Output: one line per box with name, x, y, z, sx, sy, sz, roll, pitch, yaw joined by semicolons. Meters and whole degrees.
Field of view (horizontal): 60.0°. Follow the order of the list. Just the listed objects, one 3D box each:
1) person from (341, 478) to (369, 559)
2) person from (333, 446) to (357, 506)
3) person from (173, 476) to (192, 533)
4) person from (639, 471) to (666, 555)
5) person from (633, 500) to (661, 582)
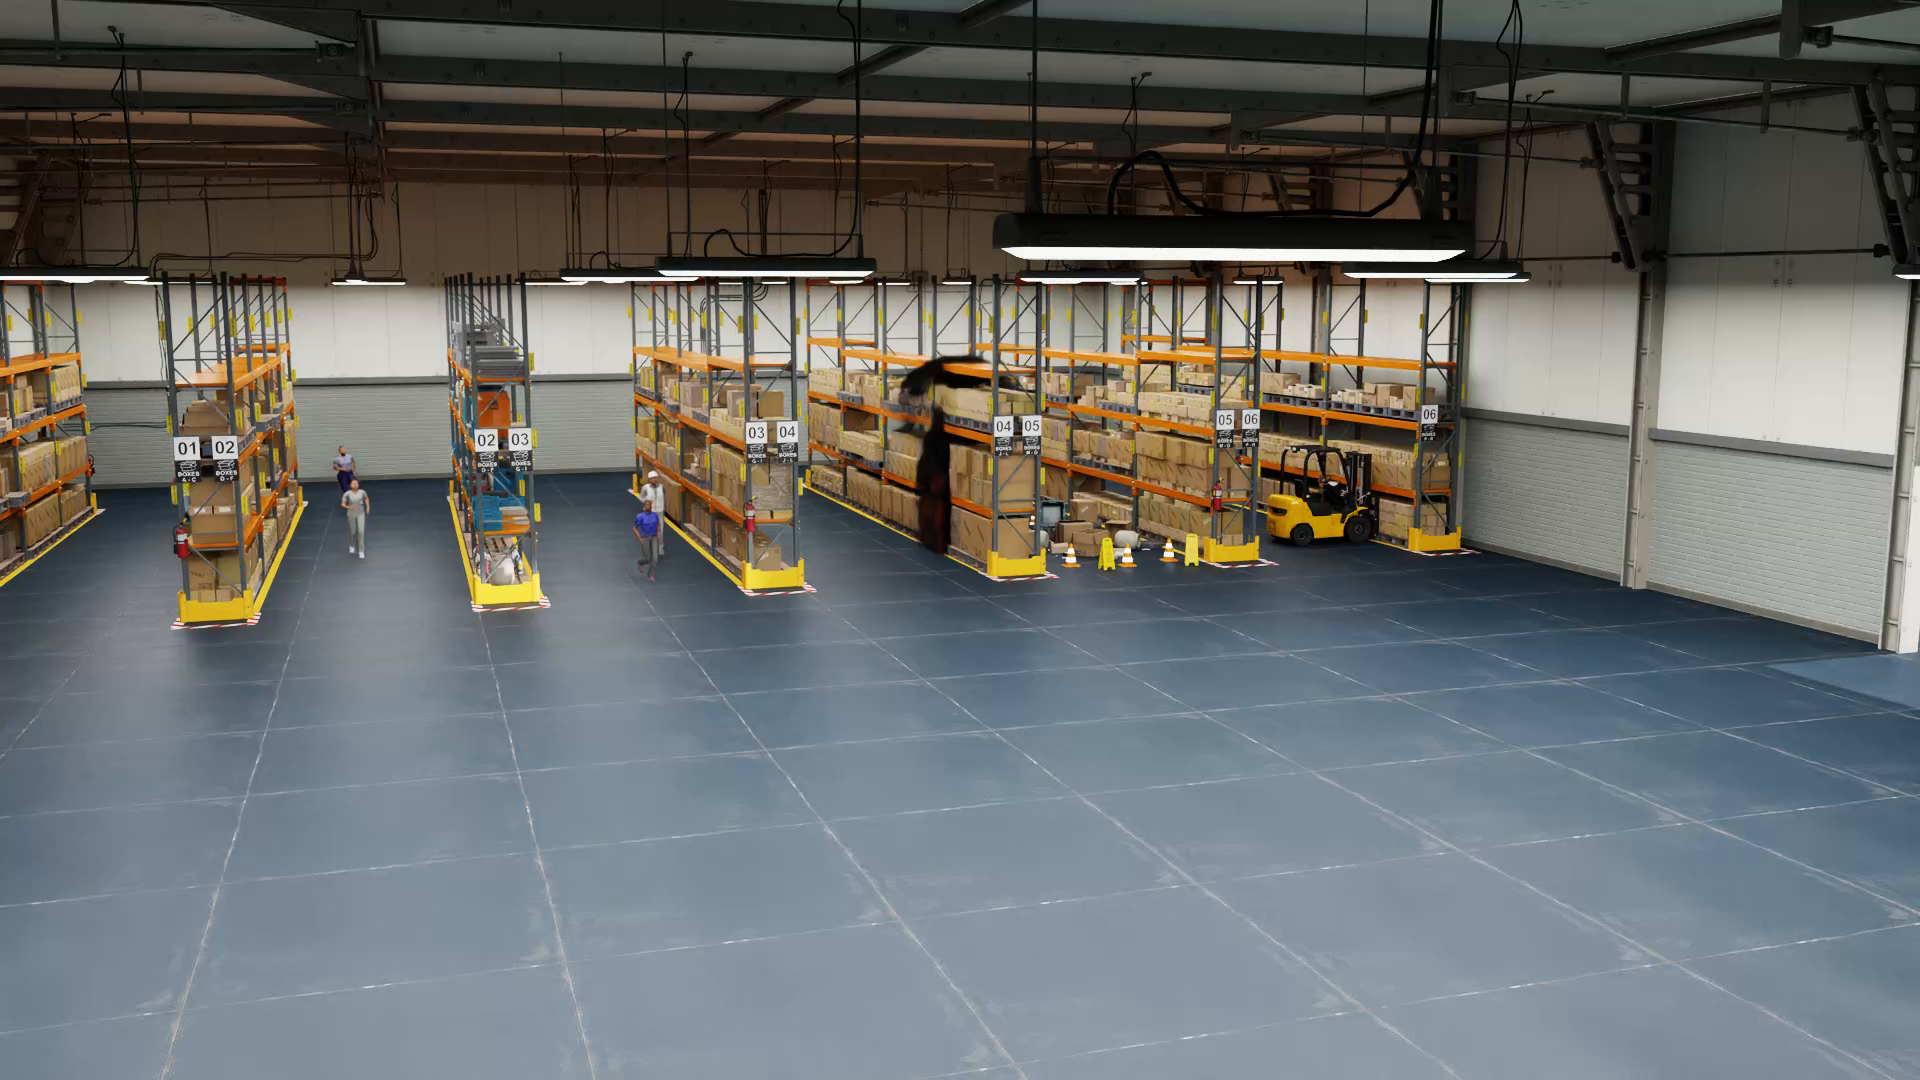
person;-12.986;-0.489;35.757;0.583;1.696;0.856;-5;10;-28
person;-16.227;-1.691;43.949;0.621;1.589;0.555;-5;10;-31
person;-18.111;-1.030;39.077;0.675;1.750;0.771;-4;9;-24
person;-6.677;-0.613;36.211;0.610;1.805;0.889;-3;9;-17
person;-6.147;0.008;32.790;0.582;1.618;0.578;-5;10;-32
